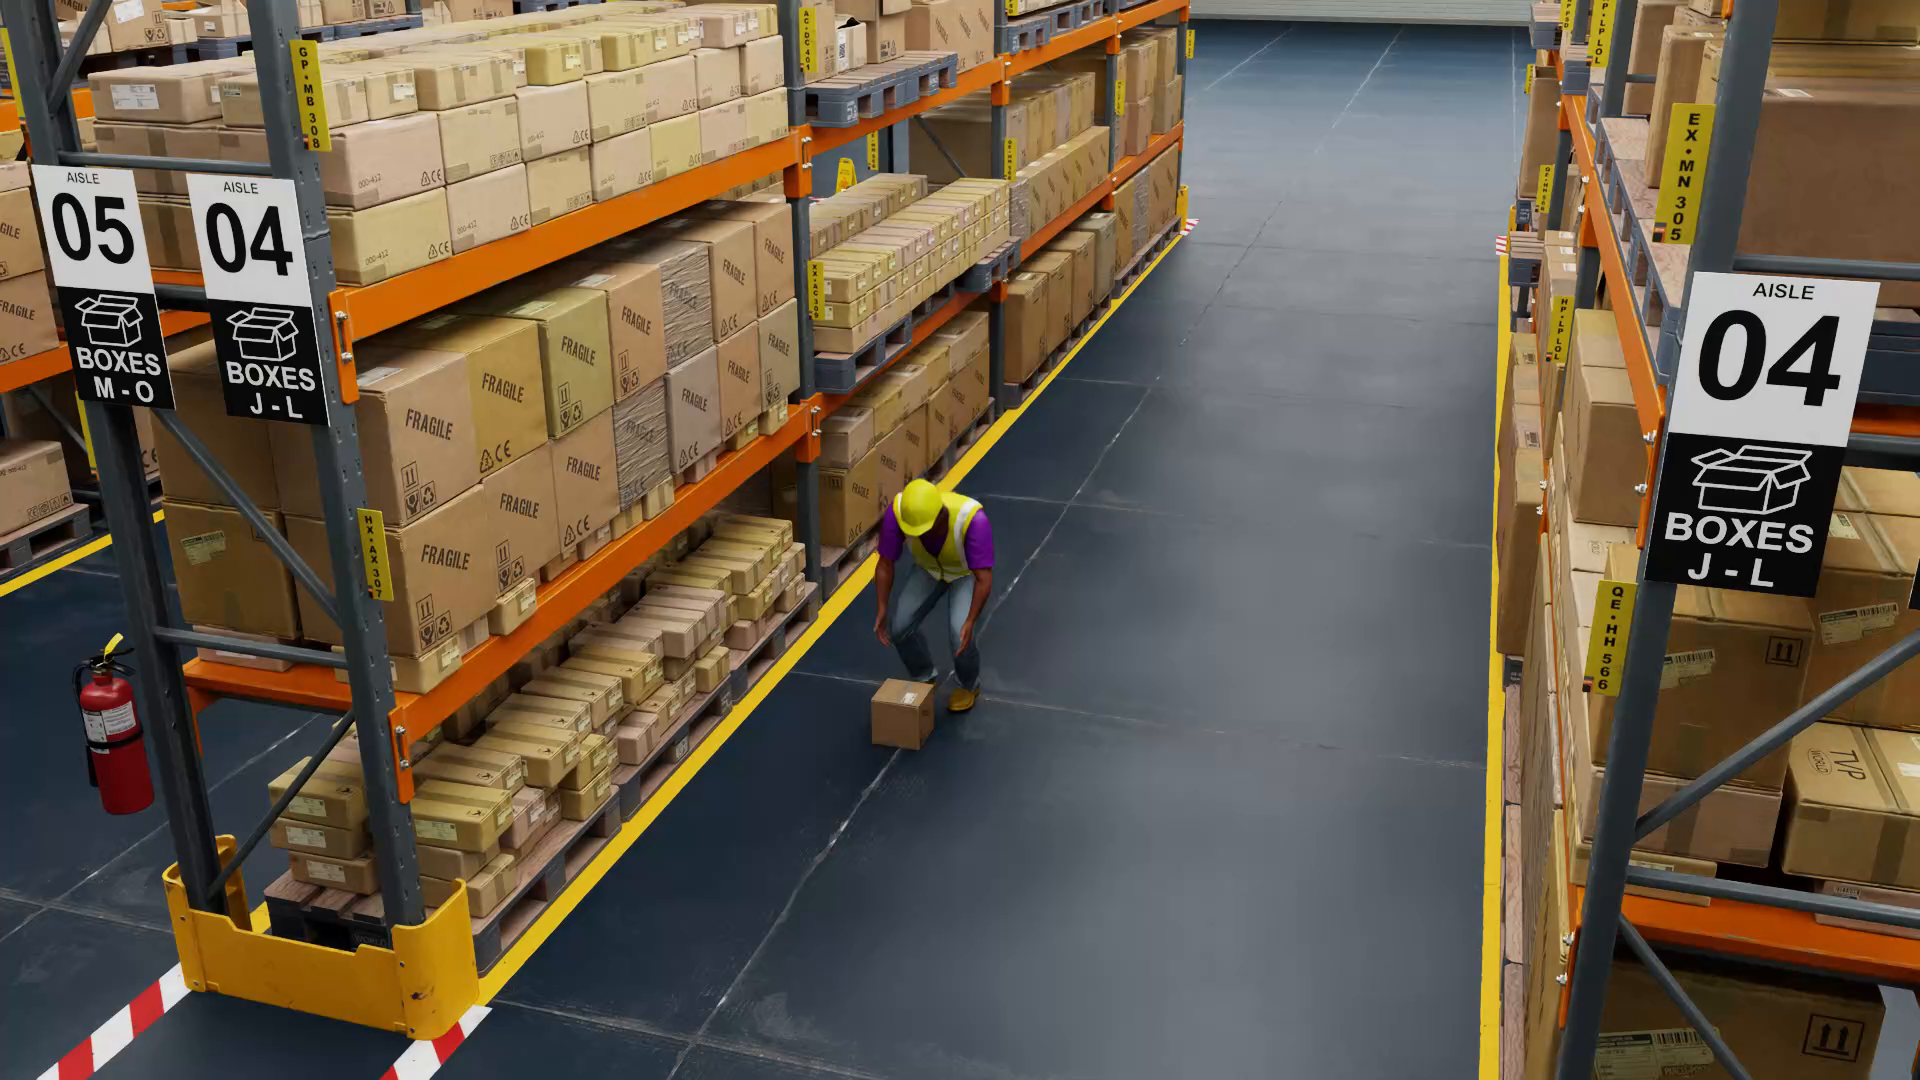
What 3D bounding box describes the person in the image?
[{"bbox_3d":[-0.086,0.240,8.527,0.631,1.343,0.792,9,24,22],"label":"person"}]
